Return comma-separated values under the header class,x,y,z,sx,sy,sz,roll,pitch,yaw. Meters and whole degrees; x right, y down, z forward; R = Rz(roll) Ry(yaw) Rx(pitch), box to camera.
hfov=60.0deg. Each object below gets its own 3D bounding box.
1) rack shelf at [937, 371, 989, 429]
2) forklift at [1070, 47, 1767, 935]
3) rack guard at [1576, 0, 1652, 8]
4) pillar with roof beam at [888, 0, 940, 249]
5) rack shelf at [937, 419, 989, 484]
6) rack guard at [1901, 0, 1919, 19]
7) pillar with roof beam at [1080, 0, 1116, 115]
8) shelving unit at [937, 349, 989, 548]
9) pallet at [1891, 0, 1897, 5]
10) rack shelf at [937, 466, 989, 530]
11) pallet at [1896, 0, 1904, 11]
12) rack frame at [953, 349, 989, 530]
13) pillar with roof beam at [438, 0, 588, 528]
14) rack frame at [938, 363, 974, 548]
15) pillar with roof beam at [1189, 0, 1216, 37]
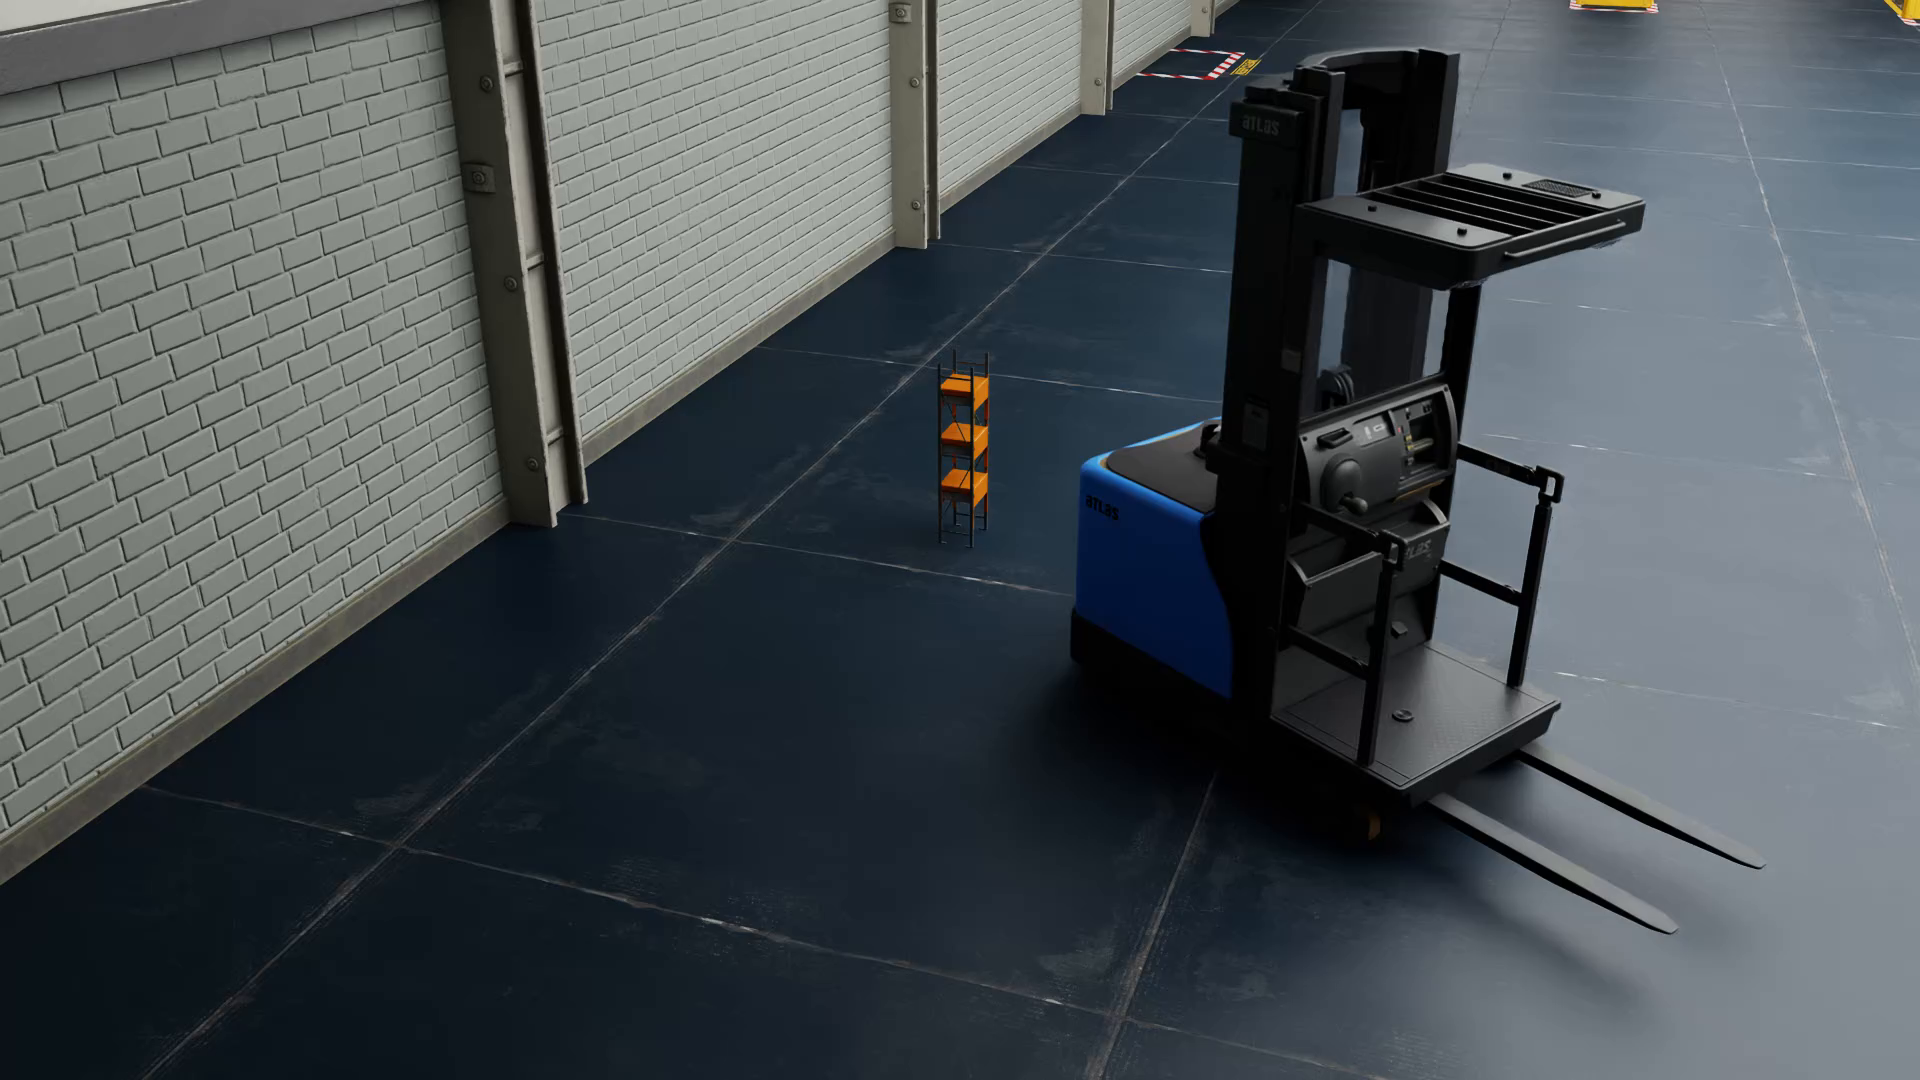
class,x,y,z,sx,sy,sz,roll,pitch,yaw
rack shelf,0.018,-0.740,8.948,0.215,0.259,0.240,9,27,17
forklift,1.832,-0.336,6.582,1.130,2.935,3.031,-19,32,-34
rack guard,10.852,-9.120,27.512,1.175,0.500,0.348,9,27,17
pillar with roof beam,3.674,-6.064,11.447,9.100,9.000,0.400,9,27,17
rack shelf,0.018,-0.485,9.071,0.215,0.259,0.240,9,27,17
rack guard,15.511,-8.448,26.124,1.175,0.500,0.348,9,27,17
pillar with roof beam,5.671,-8.529,16.540,9.100,9.000,0.400,9,27,17
shelving unit,0.018,-0.495,9.067,0.215,1.050,0.252,9,27,17
pallet,16.194,-9.151,27.907,1.003,0.211,1.213,9,27,17
rack shelf,0.018,-0.235,9.192,0.215,0.259,0.240,9,27,17
pallet,15.786,-8.651,26.875,1.003,0.211,1.213,9,27,17
rack frame,0.058,-0.545,9.170,0.200,1.050,0.008,9,27,17
pillar with roof beam,1.678,-3.598,6.355,9.100,9.000,0.400,9,27,17
rack frame,-0.023,-0.444,8.963,0.200,1.050,0.008,9,27,17
pillar with roof beam,7.668,-10.995,21.632,9.100,9.000,0.400,9,27,17
